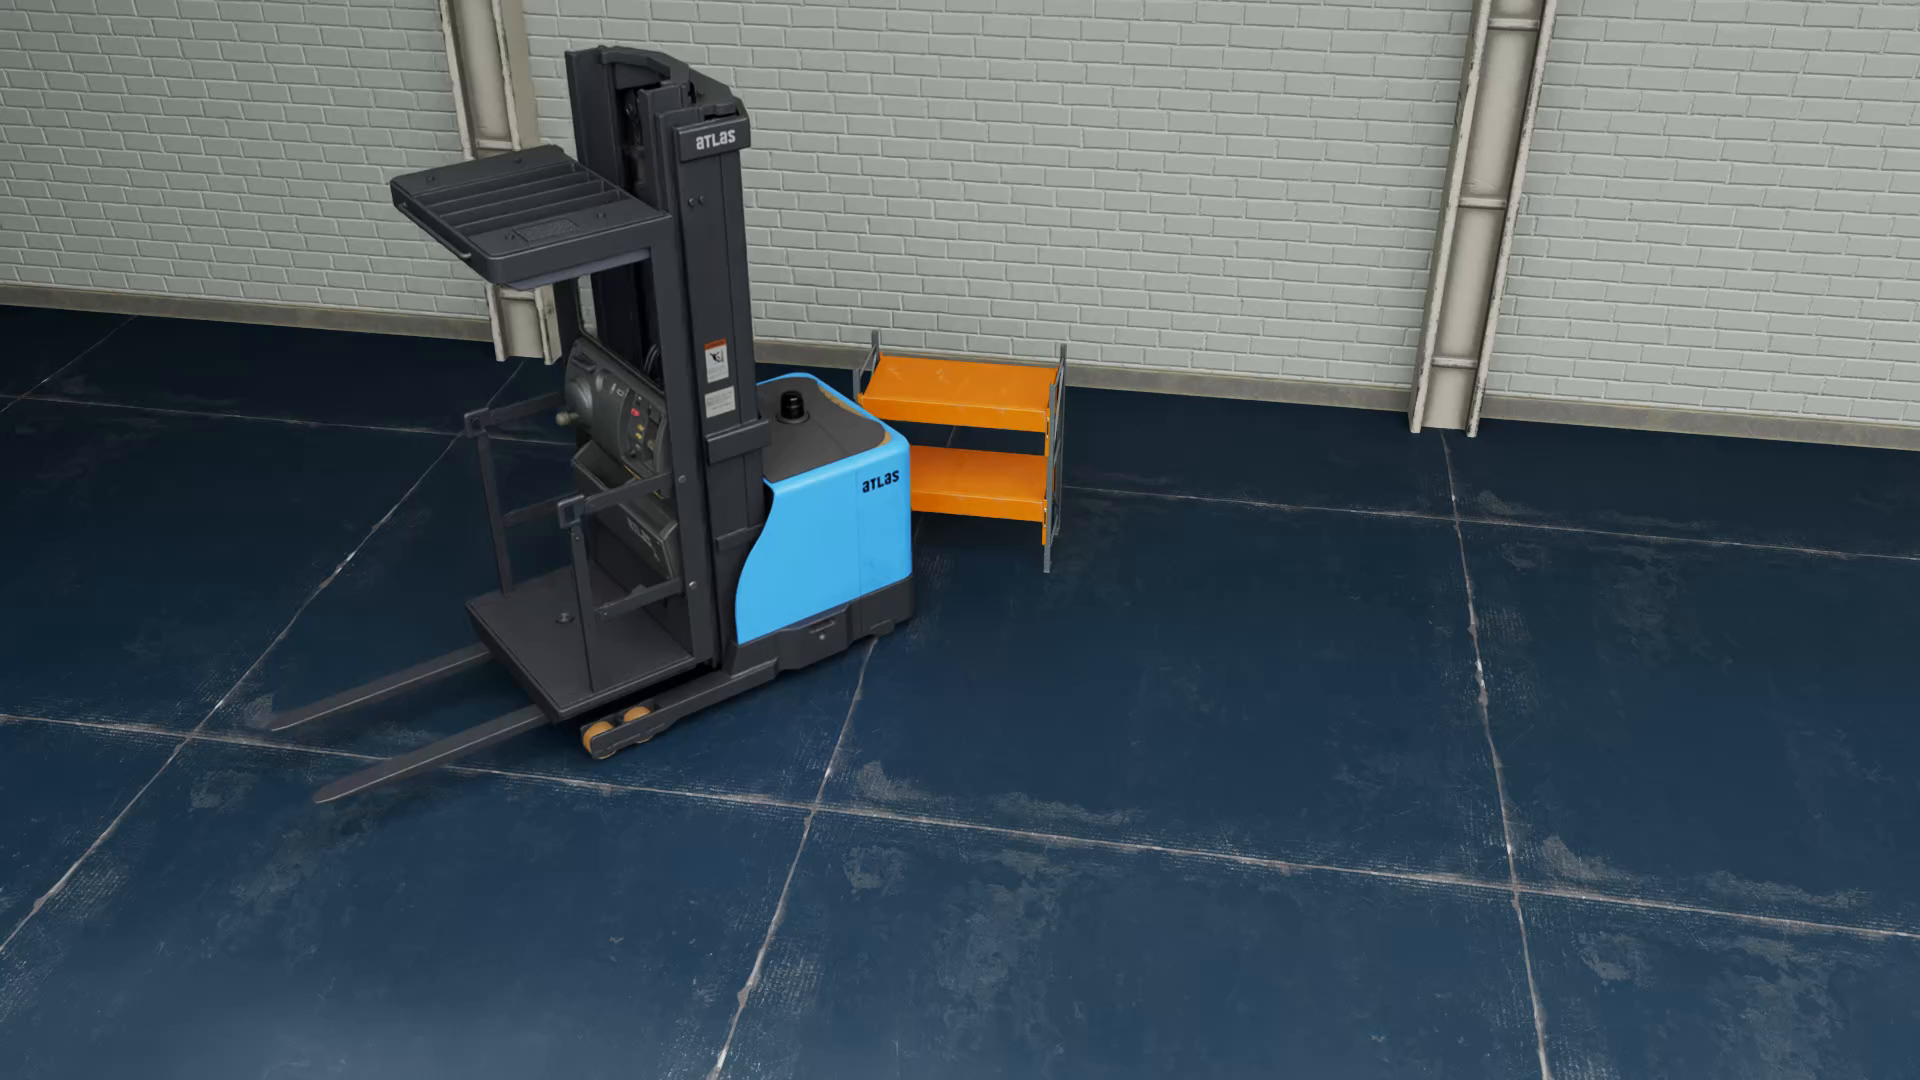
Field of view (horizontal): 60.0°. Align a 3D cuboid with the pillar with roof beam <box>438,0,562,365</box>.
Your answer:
[{"bbox_3d":[-3.621,-2.831,5.291,0.400,9.000,9.100,5,32,8],"label":"pillar with roof beam"}]

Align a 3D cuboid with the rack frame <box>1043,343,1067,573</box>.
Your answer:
[{"bbox_3d":[0.508,-0.431,8.878,0.032,1.125,0.500,5,32,8],"label":"rack frame"}]

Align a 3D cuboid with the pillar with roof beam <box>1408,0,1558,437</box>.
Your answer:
[{"bbox_3d":[2.293,-2.295,4.436,0.400,9.000,9.100,5,32,8],"label":"pillar with roof beam"}]

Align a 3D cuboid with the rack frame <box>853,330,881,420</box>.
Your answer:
[{"bbox_3d":[-0.494,-0.522,9.023,0.032,1.125,0.500,5,32,8],"label":"rack frame"}]

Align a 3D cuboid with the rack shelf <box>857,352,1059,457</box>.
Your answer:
[{"bbox_3d":[0.007,-0.724,8.795,1.000,0.278,0.538,5,32,8],"label":"rack shelf"}]

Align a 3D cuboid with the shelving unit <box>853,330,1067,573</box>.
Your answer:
[{"bbox_3d":[0.007,-0.476,8.951,1.048,1.125,0.538,5,32,8],"label":"shelving unit"}]

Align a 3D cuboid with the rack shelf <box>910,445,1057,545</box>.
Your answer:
[{"bbox_3d":[0.007,-0.269,9.080,1.000,0.278,0.538,5,32,8],"label":"rack shelf"}]

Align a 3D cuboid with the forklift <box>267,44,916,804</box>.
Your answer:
[{"bbox_3d":[-1.714,-0.556,7.376,3.031,2.935,1.130,-21,38,-30],"label":"forklift"}]
